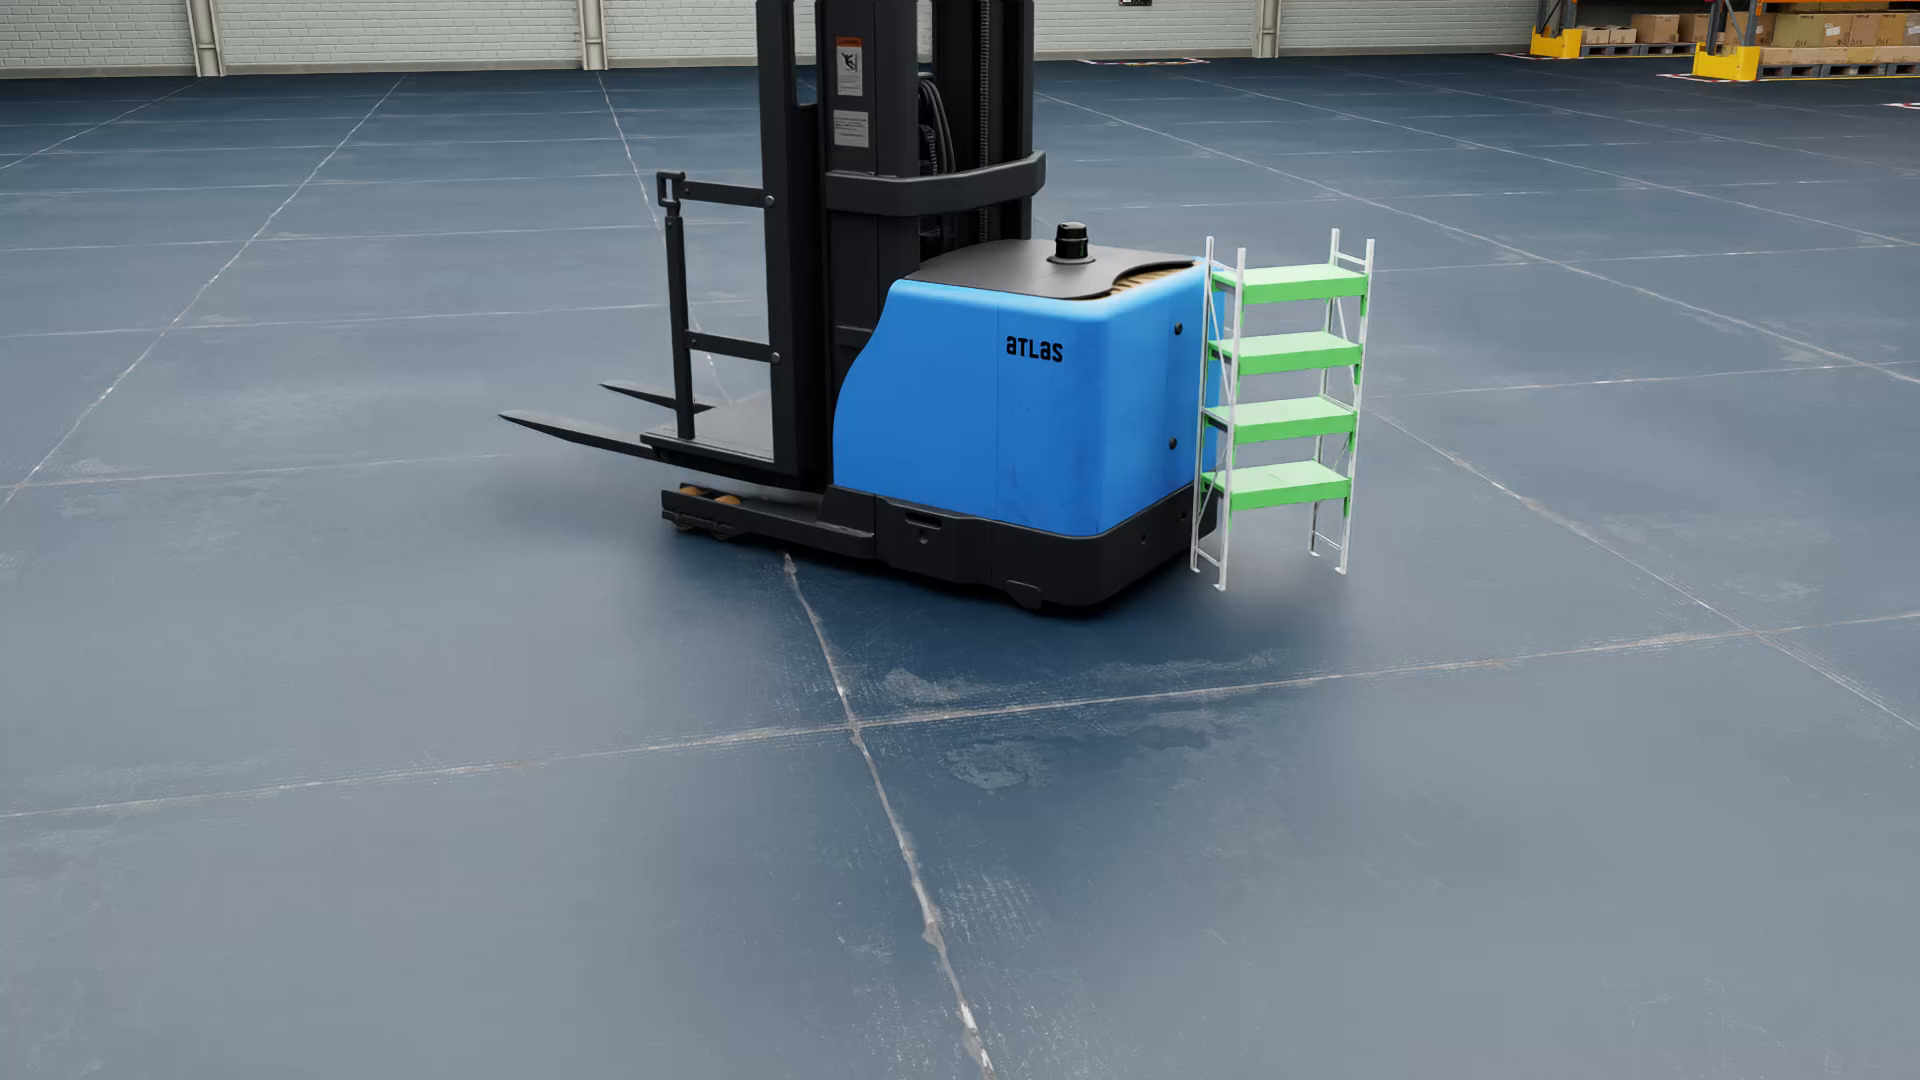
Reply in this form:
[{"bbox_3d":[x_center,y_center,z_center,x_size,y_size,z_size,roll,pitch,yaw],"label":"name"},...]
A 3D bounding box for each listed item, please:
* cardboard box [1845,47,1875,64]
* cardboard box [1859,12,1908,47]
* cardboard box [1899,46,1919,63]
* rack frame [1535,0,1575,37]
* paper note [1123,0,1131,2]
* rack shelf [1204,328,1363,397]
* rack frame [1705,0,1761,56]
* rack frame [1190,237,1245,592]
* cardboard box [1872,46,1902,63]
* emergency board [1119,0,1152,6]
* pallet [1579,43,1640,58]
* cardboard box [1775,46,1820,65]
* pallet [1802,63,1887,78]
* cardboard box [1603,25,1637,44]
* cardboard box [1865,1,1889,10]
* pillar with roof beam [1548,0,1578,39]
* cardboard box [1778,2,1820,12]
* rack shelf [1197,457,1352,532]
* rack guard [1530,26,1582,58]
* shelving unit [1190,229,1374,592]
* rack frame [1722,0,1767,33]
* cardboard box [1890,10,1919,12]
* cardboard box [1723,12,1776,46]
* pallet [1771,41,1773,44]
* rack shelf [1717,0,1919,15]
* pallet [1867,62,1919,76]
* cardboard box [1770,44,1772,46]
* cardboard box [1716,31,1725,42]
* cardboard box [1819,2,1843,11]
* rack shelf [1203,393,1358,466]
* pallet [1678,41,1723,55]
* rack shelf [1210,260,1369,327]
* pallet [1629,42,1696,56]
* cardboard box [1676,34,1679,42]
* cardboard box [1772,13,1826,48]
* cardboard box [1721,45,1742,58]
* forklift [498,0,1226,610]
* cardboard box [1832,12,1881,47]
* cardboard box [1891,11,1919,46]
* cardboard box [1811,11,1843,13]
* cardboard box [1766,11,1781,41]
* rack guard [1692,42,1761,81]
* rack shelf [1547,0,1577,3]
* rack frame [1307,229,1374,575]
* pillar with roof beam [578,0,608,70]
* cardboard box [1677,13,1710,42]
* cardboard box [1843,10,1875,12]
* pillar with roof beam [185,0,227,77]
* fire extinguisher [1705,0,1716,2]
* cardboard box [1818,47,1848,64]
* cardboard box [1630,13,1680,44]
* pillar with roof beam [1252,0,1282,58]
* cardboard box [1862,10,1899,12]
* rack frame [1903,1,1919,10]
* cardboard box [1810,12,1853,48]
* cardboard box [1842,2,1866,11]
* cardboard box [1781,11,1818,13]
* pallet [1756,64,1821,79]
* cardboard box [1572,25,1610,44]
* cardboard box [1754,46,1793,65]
[{"bbox_3d":[14.110,-7.710,26.387,0.500,0.250,0.500,-5,21,-12],"label":"cardboard box"},{"bbox_3d":[14.594,-8.106,26.378,0.500,0.500,0.500,-5,21,-12],"label":"cardboard box"},{"bbox_3d":[15.080,-7.794,26.617,0.500,0.250,0.500,-5,21,-12],"label":"cardboard box"},{"bbox_3d":[10.934,-10.375,30.277,0.127,3.000,1.000,-5,21,-12],"label":"rack frame"},{"bbox_3d":[2.975,-9.658,29.600,0.142,0.148,0.016,-5,21,-12],"label":"paper note"},{"bbox_3d":[1.111,-0.615,5.738,0.480,0.148,0.258,-7,21,-19],"label":"rack shelf"},{"bbox_3d":[12.077,-8.717,25.751,0.127,3.000,1.000,-5,21,-12],"label":"rack frame"},{"bbox_3d":[0.881,-0.421,5.721,0.015,1.200,0.240,-7,21,-19],"label":"rack frame"},{"bbox_3d":[14.597,-7.749,26.496,0.500,0.250,0.500,-5,21,-12],"label":"cardboard box"},{"bbox_3d":[3.163,-10.062,29.423,0.643,1.169,0.194,-5,21,-12],"label":"emergency board"},{"bbox_3d":[11.806,-9.124,30.916,1.213,0.211,1.003,-5,21,-12],"label":"pallet"},{"bbox_3d":[13.136,-7.632,26.176,0.500,0.250,0.500,-5,21,-12],"label":"cardboard box"},{"bbox_3d":[13.997,-7.578,26.695,1.213,0.211,1.003,-5,21,-12],"label":"pallet"},{"bbox_3d":[12.183,-9.389,30.854,0.500,0.311,0.500,-3,20,-8],"label":"cardboard box"},{"bbox_3d":[17.461,-10.295,31.962,0.500,0.250,0.500,-4,21,-11],"label":"cardboard box"},{"bbox_3d":[12.407,-12.096,26.253,0.400,9.000,9.100,-5,21,-12],"label":"pillar with roof beam"},{"bbox_3d":[15.967,-10.177,31.639,0.500,0.250,0.500,-5,21,-14],"label":"cardboard box"},{"bbox_3d":[1.111,-0.164,5.903,0.480,0.148,0.258,-7,21,-19],"label":"rack shelf"},{"bbox_3d":[11.008,-9.208,30.723,0.348,0.500,1.175,-5,21,-12],"label":"rack guard"},{"bbox_3d":[1.111,-0.450,5.798,0.503,1.200,0.258,-7,21,-19],"label":"shelving unit"},{"bbox_3d":[14.826,-10.692,31.141,0.127,3.000,1.000,-5,21,-12],"label":"rack frame"},{"bbox_3d":[15.447,-8.360,27.073,0.500,0.500,0.500,-5,21,-12],"label":"cardboard box"},{"bbox_3d":[12.531,-8.118,26.411,0.500,0.500,0.500,-5,21,-12],"label":"cardboard box"},{"bbox_3d":[15.584,-9.445,31.791,1.213,0.211,1.003,-5,21,-12],"label":"pallet"},{"bbox_3d":[14.024,-8.538,26.307,4.000,0.370,1.077,-5,21,-12],"label":"rack shelf"},{"bbox_3d":[15.186,-7.676,26.962,1.213,0.211,1.003,-5,21,-12],"label":"pallet"},{"bbox_3d":[13.015,-7.808,26.657,0.500,0.250,0.500,-5,21,-12],"label":"cardboard box"},{"bbox_3d":[14.313,-9.516,31.410,0.250,0.166,0.380,-7,21,-20],"label":"cardboard box"},{"bbox_3d":[16.472,-10.219,31.755,0.500,0.250,0.500,-5,21,-14],"label":"cardboard box"},{"bbox_3d":[1.111,-0.390,5.820,0.480,0.148,0.258,-7,21,-19],"label":"rack shelf"},{"bbox_3d":[14.181,-9.317,31.444,1.213,0.211,1.003,-5,21,-12],"label":"pallet"},{"bbox_3d":[1.111,-0.841,5.655,0.480,0.148,0.258,-7,21,-19],"label":"rack shelf"},{"bbox_3d":[12.991,-9.220,31.177,1.213,0.211,1.003,-5,21,-12],"label":"pallet"},{"bbox_3d":[13.265,-9.440,31.229,0.250,0.149,0.380,-6,21,-17],"label":"cardboard box"},{"bbox_3d":[13.136,-7.984,26.045,0.500,0.500,0.500,-5,21,-12],"label":"cardboard box"},{"bbox_3d":[12.531,-7.765,26.538,0.500,0.250,0.500,-5,21,-12],"label":"cardboard box"},{"bbox_3d":[-0.543,-1.514,6.187,3.031,2.935,1.130,13,24,32],"label":"forklift"},{"bbox_3d":[14.111,-8.061,26.257,0.500,0.500,0.500,-5,21,-12],"label":"cardboard box"},{"bbox_3d":[15.080,-8.147,26.490,0.500,0.500,0.500,-5,21,-12],"label":"cardboard box"},{"bbox_3d":[13.987,-8.241,26.747,0.500,0.500,0.500,-5,21,-12],"label":"cardboard box"},{"bbox_3d":[15.539,-9.789,31.670,0.500,0.500,0.700,-4,20,-11],"label":"cardboard box"},{"bbox_3d":[12.054,-7.542,26.176,0.348,0.500,1.175,-5,21,-12],"label":"rack guard"},{"bbox_3d":[12.880,-10.196,30.833,4.000,0.370,1.077,-5,21,-12],"label":"rack shelf"},{"bbox_3d":[1.340,-0.478,5.876,0.015,1.200,0.240,-7,21,-19],"label":"rack frame"},{"bbox_3d":[-5.110,-10.671,22.364,0.400,9.000,9.100,-5,21,-12],"label":"pillar with roof beam"},{"bbox_3d":[13.826,-9.629,31.235,0.500,0.500,0.500,-6,21,-17],"label":"cardboard box"},{"bbox_3d":[14.473,-8.281,26.857,0.500,0.500,0.500,-5,21,-12],"label":"cardboard box"},{"bbox_3d":[-10.949,-10.197,21.067,0.400,9.000,9.100,-5,21,-12],"label":"pillar with roof beam"},{"bbox_3d":[11.855,-8.827,26.163,0.183,0.674,0.296,-5,21,-12],"label":"fire extinguisher"},{"bbox_3d":[13.623,-7.672,26.284,0.500,0.250,0.500,-5,21,-12],"label":"cardboard box"},{"bbox_3d":[12.908,-9.519,30.935,0.500,0.500,0.700,-6,21,-16],"label":"cardboard box"},{"bbox_3d":[6.568,-11.621,24.957,0.400,9.000,9.100,-5,21,-12],"label":"pillar with roof beam"},{"bbox_3d":[14.962,-8.318,26.958,0.500,0.500,0.500,-5,21,-12],"label":"cardboard box"},{"bbox_3d":[18.719,-11.008,32.006,0.127,3.000,1.000,-5,21,-12],"label":"rack frame"},{"bbox_3d":[13.620,-8.028,26.165,0.500,0.500,0.500,-5,21,-12],"label":"cardboard box"},{"bbox_3d":[16.962,-10.252,31.846,0.500,0.250,0.500,-5,21,-13],"label":"cardboard box"},{"bbox_3d":[13.500,-8.202,26.640,0.500,0.500,0.500,-5,21,-12],"label":"cardboard box"},{"bbox_3d":[12.812,-7.483,26.434,1.213,0.211,1.003,-5,21,-12],"label":"pallet"},{"bbox_3d":[11.628,-9.344,30.731,0.500,0.311,0.500,-7,21,-19],"label":"cardboard box"},{"bbox_3d":[12.650,-7.591,26.065,0.500,0.250,0.500,-5,21,-12],"label":"cardboard box"}]
